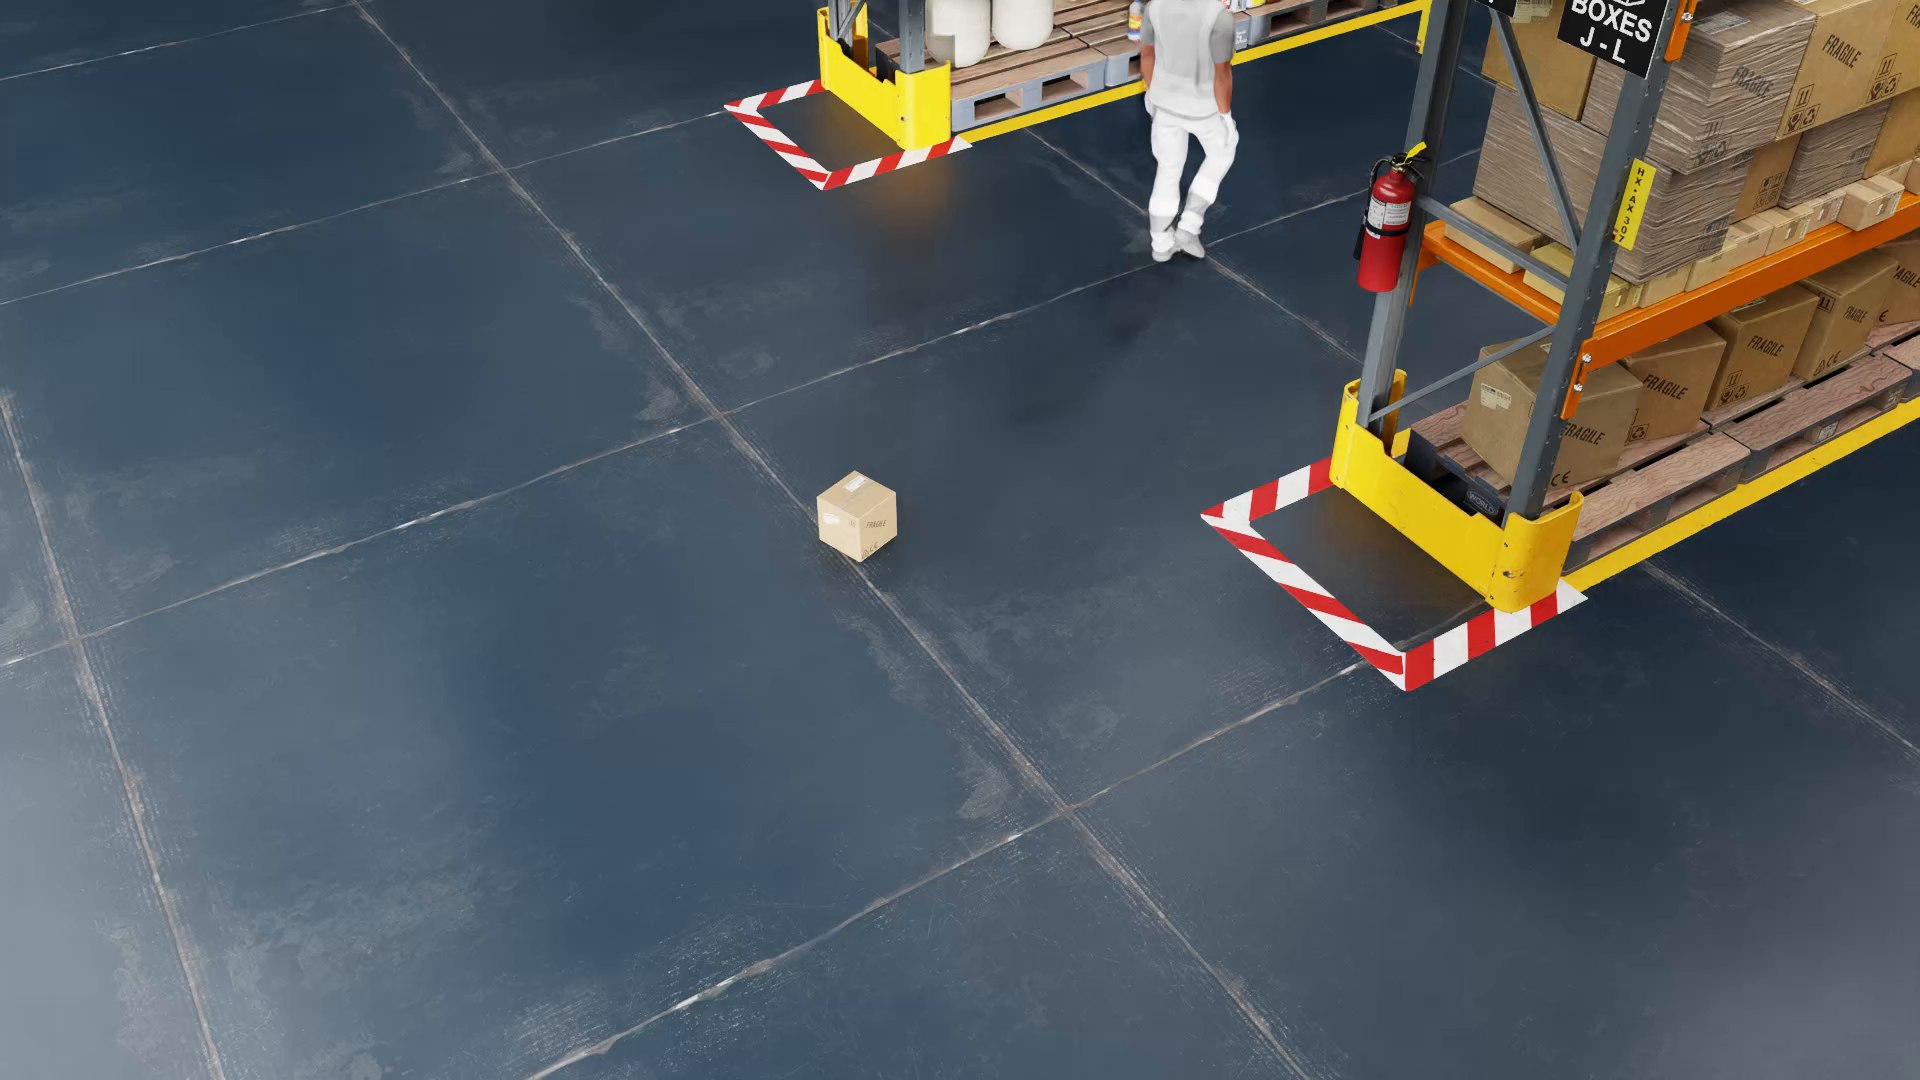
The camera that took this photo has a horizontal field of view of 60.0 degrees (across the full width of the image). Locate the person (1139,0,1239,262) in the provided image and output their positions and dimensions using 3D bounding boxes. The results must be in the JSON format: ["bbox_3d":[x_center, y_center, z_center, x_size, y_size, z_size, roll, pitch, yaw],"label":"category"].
[{"bbox_3d":[1.236,-2.323,8.831,0.581,1.801,0.447,21,45,23],"label":"person"}]
